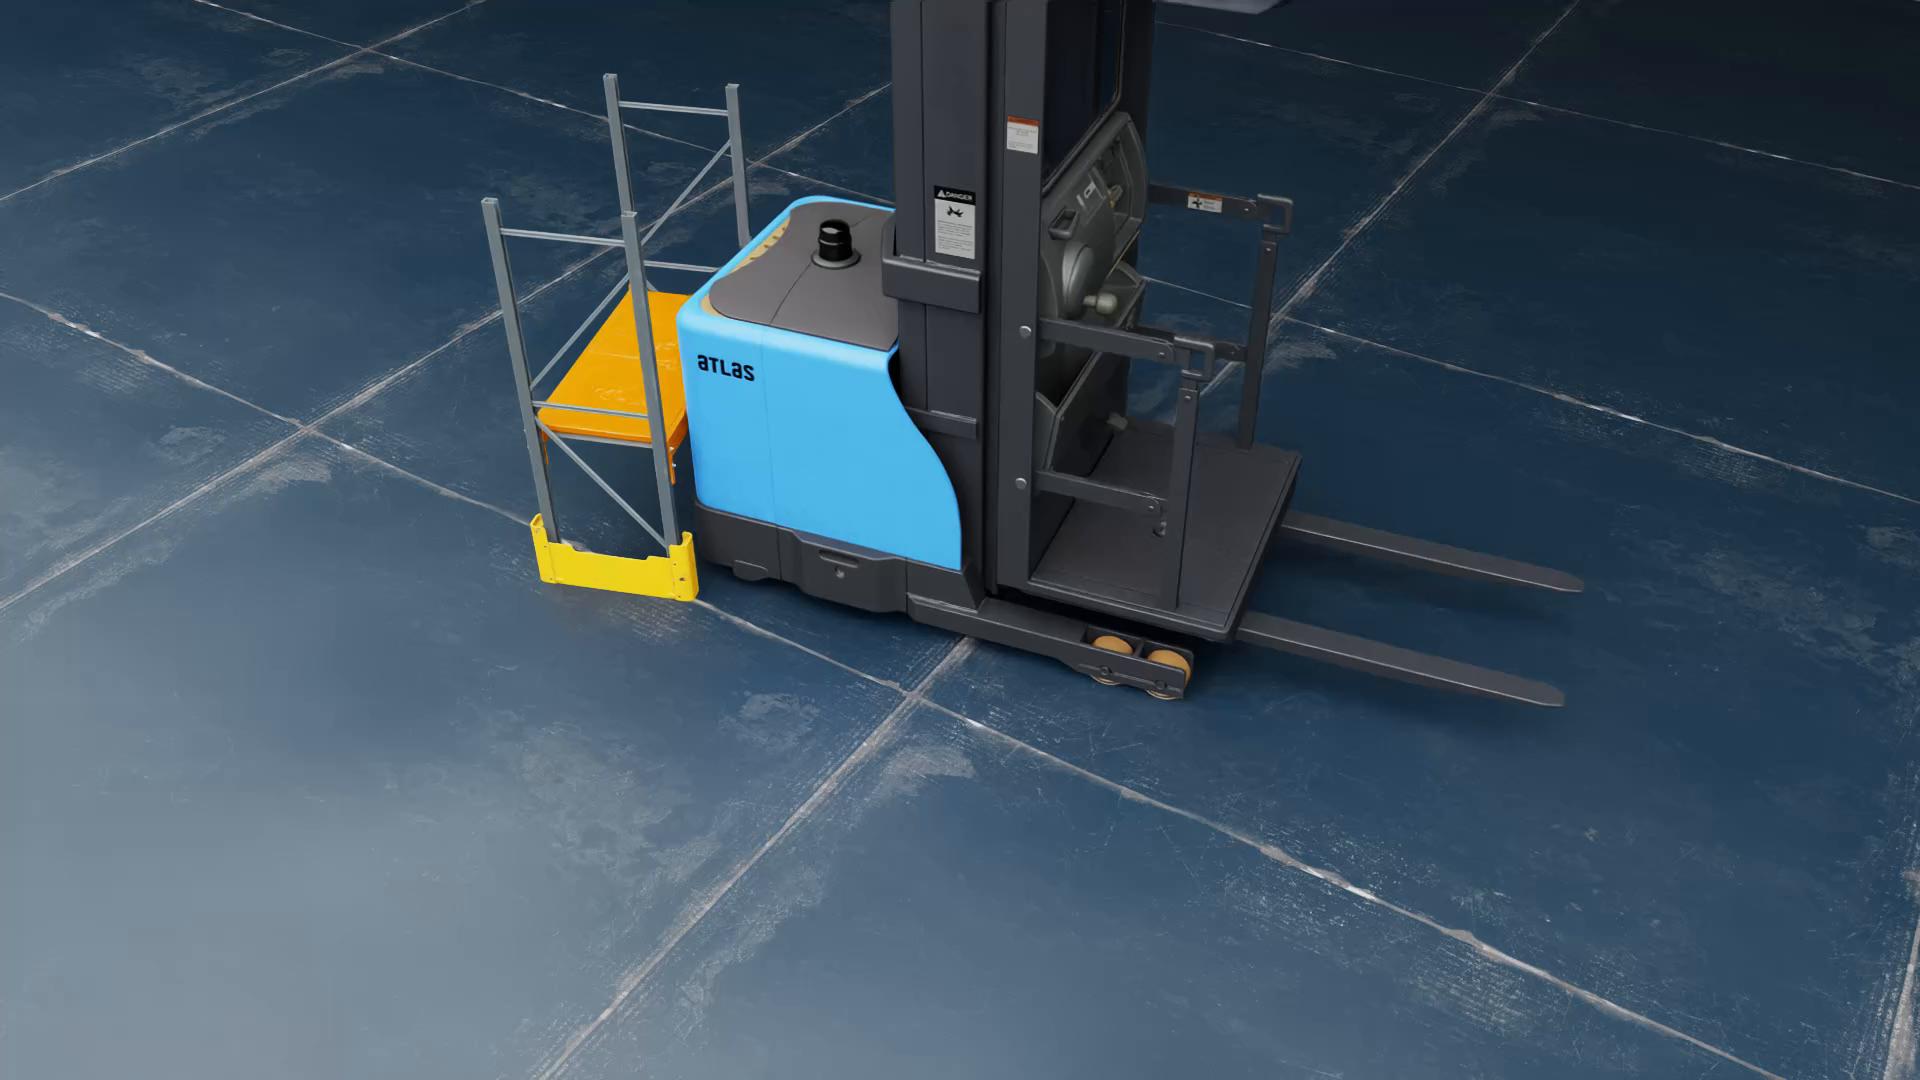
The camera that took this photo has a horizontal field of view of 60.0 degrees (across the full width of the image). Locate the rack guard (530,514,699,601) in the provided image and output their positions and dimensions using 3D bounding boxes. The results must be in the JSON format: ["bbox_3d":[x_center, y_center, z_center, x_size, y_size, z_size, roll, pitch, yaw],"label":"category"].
[{"bbox_3d":[-1.236,0.062,5.965,0.587,0.250,0.087,7,38,9],"label":"rack guard"}]

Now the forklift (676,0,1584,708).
[{"bbox_3d":[0.611,-0.997,5.142,3.031,2.935,1.130,14,40,17],"label":"forklift"}]

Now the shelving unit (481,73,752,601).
[{"bbox_3d":[-1.134,-0.730,5.969,0.587,1.500,1.083,7,38,9],"label":"shelving unit"}]

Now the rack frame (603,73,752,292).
[{"bbox_3d":[-1.028,-1.040,6.370,0.500,1.500,0.032,7,38,9],"label":"rack frame"}]

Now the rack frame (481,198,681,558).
[{"bbox_3d":[-1.236,-0.432,5.582,0.500,1.500,0.032,7,38,9],"label":"rack frame"}]

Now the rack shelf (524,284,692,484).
[{"bbox_3d":[-1.132,-0.593,6.086,0.538,0.185,1.000,7,38,9],"label":"rack shelf"}]
